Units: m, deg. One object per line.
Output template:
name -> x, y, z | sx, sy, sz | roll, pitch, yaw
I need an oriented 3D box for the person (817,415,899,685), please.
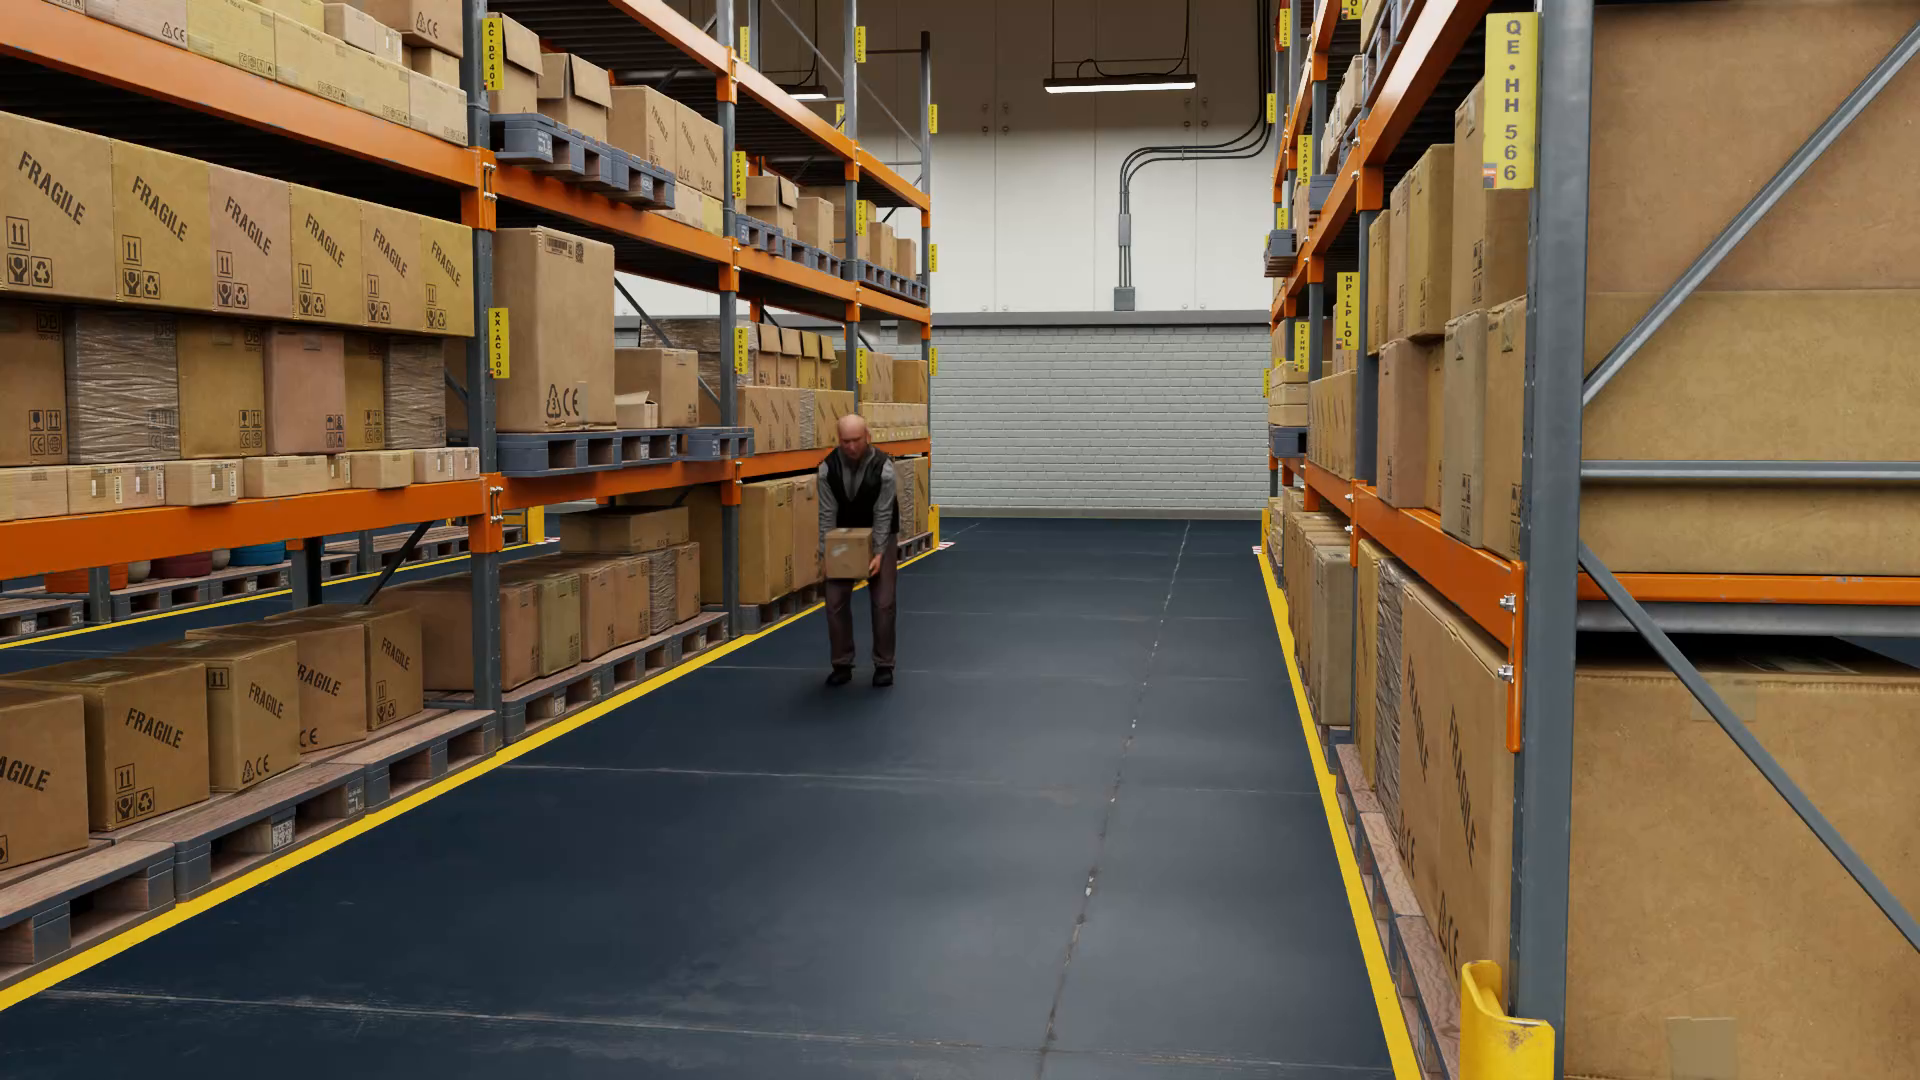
person -> -0.591, 0.065, 9.786 | 0.470, 1.598, 0.677 | 1, 4, 8
